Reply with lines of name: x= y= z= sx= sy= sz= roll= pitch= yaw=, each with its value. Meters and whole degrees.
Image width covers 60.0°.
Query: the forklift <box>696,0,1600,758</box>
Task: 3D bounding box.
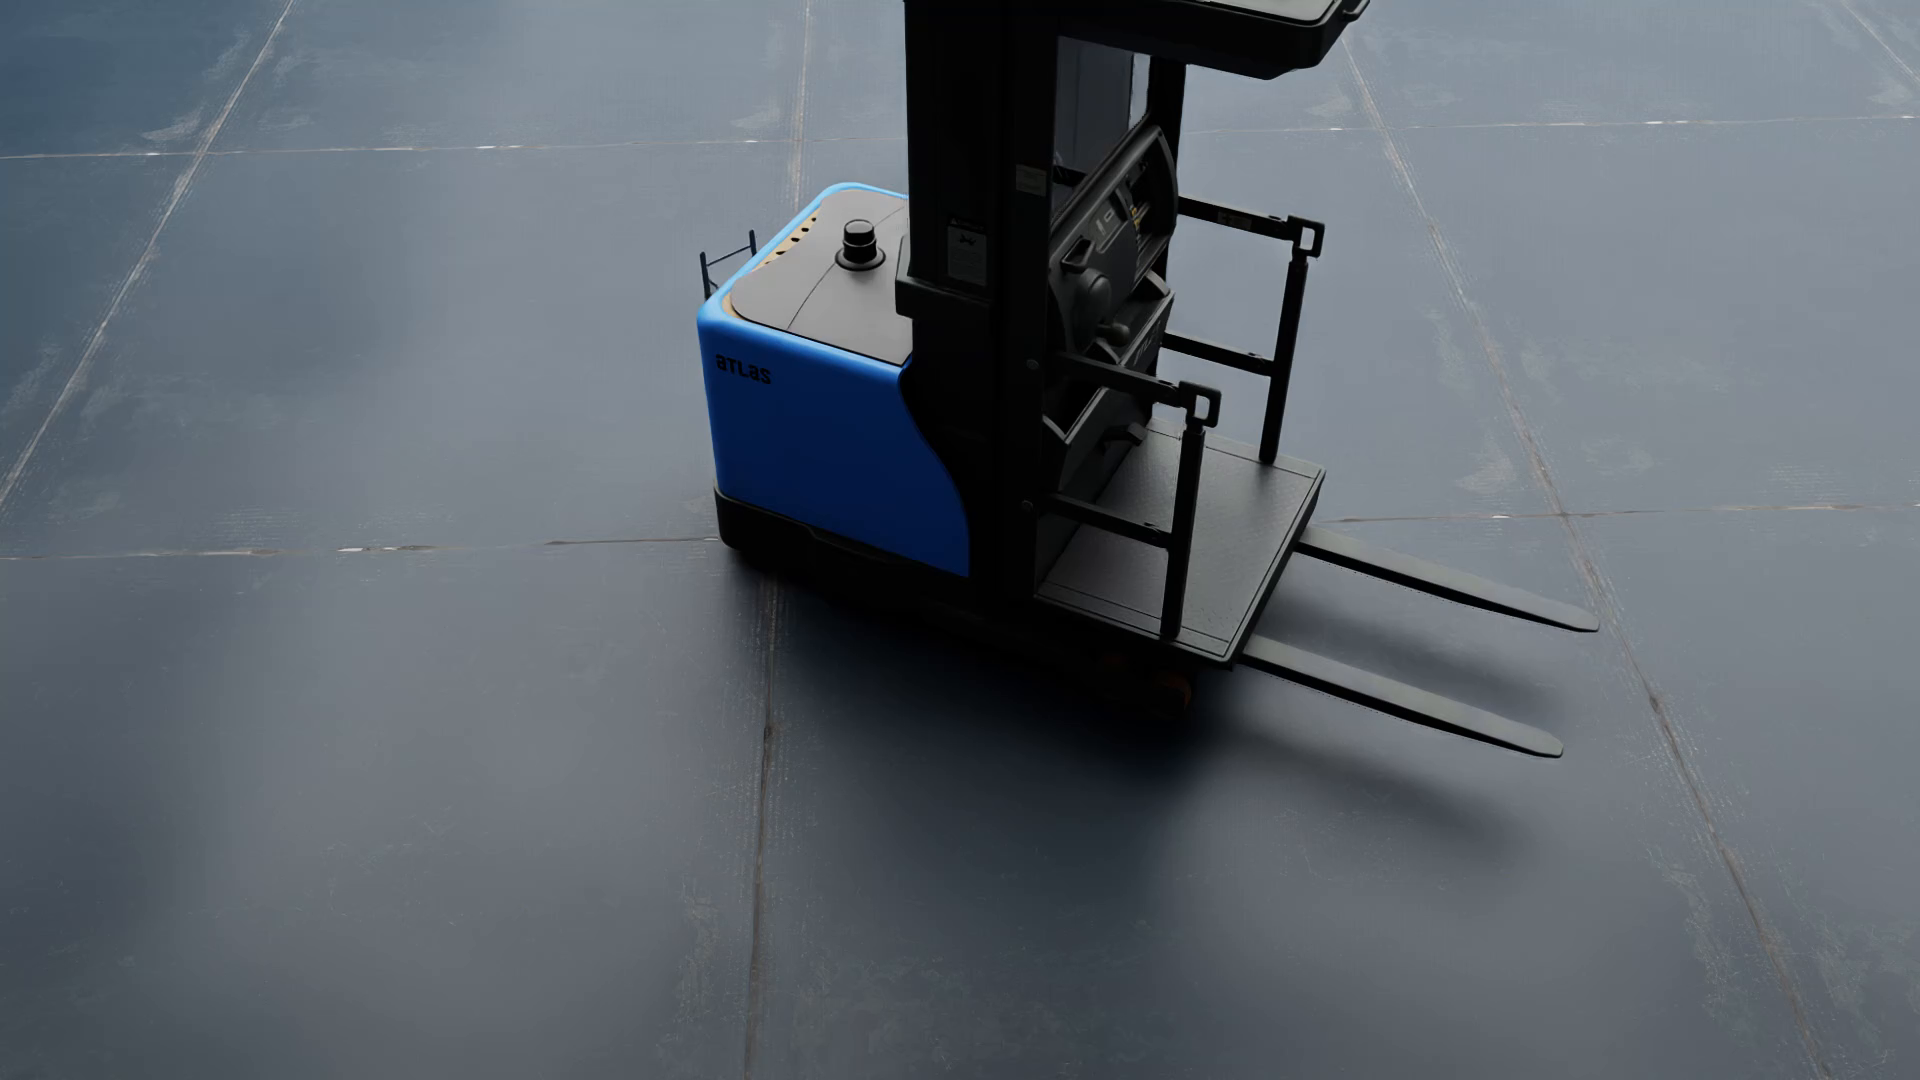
forklift: x=0.661 y=-0.894 z=5.056 sx=3.031 sy=2.935 sz=1.130 roll=18 pitch=46 yaw=19

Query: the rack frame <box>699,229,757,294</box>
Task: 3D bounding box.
rack frame: x=-0.851 y=-0.769 z=6.420 sx=0.240 sy=0.900 sz=0.006 roll=-30 pitch=51 yaw=-28

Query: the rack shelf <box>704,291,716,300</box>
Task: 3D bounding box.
rack shelf: x=-0.789 y=-0.890 z=6.201 sx=0.258 sy=0.077 sz=0.200 roll=-30 pitch=51 yaw=-28

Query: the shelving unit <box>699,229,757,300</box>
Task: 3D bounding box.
shelving unit: x=-0.786 y=-0.717 z=6.363 sx=0.258 sy=0.900 sz=0.210 roll=-30 pitch=51 yaw=-28
